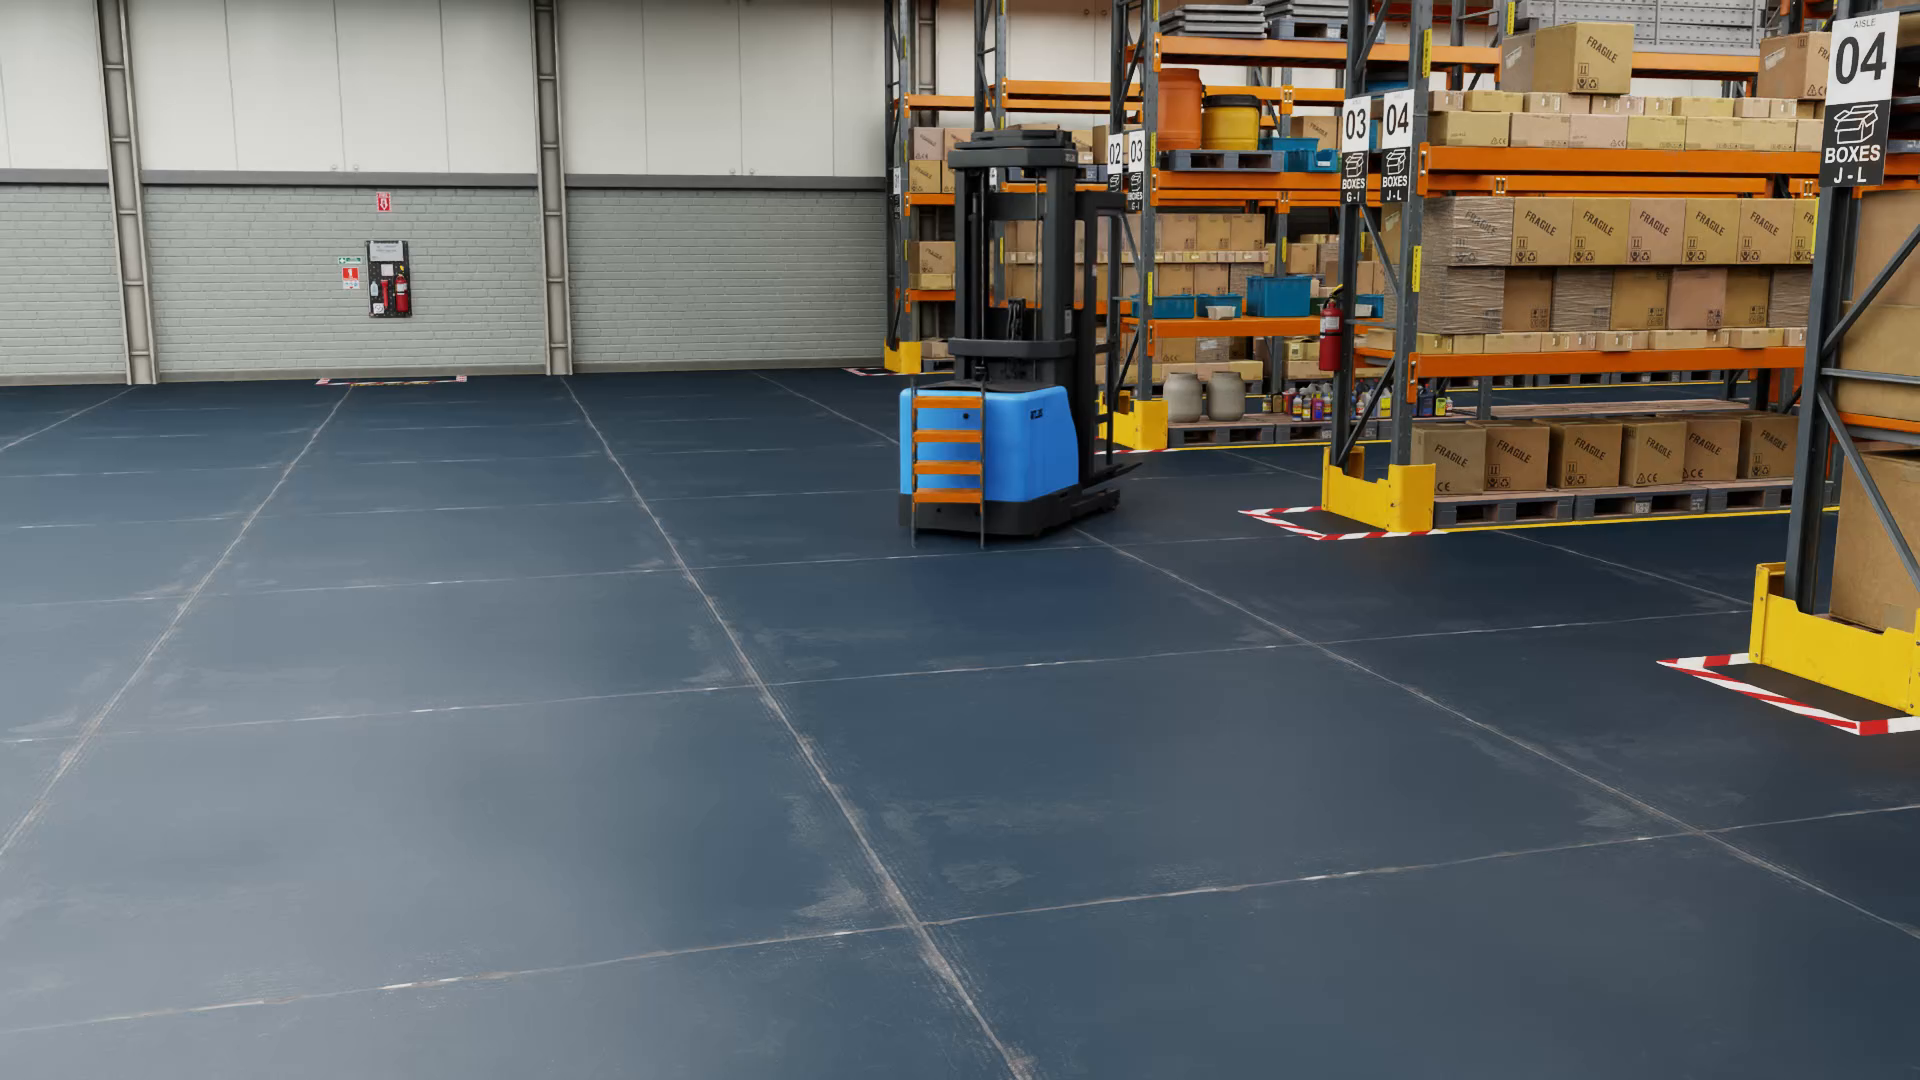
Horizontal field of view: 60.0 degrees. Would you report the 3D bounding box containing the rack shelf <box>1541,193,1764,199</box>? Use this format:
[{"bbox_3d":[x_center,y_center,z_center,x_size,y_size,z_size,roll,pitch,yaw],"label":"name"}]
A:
[{"bbox_3d":[9.987,-4.982,24.525,4.000,0.370,1.077,-3,11,-16],"label":"rack shelf"}]

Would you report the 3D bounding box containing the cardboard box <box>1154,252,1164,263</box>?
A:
[{"bbox_3d":[2.551,-3.796,22.314,0.250,0.149,0.380,-3,11,-14],"label":"cardboard box"}]

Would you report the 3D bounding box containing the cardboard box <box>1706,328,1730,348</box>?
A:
[{"bbox_3d":[5.881,-1.614,13.223,0.250,0.149,0.380,-3,11,-16],"label":"cardboard box"}]

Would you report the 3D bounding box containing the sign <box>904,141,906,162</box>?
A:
[{"bbox_3d":[-0.851,-6.026,25.796,0.005,0.325,0.100,-3,11,-16],"label":"sign"}]

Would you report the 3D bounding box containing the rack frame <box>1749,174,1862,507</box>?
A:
[{"bbox_3d":[6.991,-1.834,13.726,0.127,3.000,1.000,-3,11,-16],"label":"rack frame"}]

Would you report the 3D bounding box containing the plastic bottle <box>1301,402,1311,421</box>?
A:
[{"bbox_3d":[3.693,-1.376,17.750,0.097,0.201,0.097,0,10,0],"label":"plastic bottle"}]

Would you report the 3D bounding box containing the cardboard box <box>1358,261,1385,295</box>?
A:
[{"bbox_3d":[5.954,-3.694,23.551,0.500,0.500,0.500,-3,11,-16],"label":"cardboard box"}]

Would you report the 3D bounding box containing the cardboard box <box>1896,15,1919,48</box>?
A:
[{"bbox_3d":[4.664,-2.448,8.031,0.250,0.149,0.380,-3,11,-16],"label":"cardboard box"}]

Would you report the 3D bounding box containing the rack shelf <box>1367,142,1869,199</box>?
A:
[{"bbox_3d":[5.071,-2.855,12.970,4.000,0.370,1.077,-3,11,-16],"label":"rack shelf"}]

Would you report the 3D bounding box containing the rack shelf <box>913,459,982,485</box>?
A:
[{"bbox_3d":[-0.078,-0.478,11.703,0.480,0.148,0.258,1,10,5],"label":"rack shelf"}]

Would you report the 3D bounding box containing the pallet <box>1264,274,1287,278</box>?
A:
[{"bbox_3d":[4.789,-4.418,28.292,1.213,0.211,1.003,-3,11,-16],"label":"pallet"}]

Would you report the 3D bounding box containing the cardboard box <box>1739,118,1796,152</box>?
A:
[{"bbox_3d":[6.122,-3.143,12.963,0.500,0.250,0.500,-3,11,-15],"label":"cardboard box"}]

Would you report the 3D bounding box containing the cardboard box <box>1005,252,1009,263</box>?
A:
[{"bbox_3d":[0.699,-3.775,22.199,0.250,0.149,0.380,-3,11,-17],"label":"cardboard box"}]

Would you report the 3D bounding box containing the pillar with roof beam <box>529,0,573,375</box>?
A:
[{"bbox_3d":[-5.130,-6.299,21.411,0.400,9.000,9.100,-3,11,-16],"label":"pillar with roof beam"}]

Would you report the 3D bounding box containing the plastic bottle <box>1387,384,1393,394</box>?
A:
[{"bbox_3d":[4.756,-1.615,18.637,0.185,0.351,0.144,-3,11,-16],"label":"plastic bottle"}]

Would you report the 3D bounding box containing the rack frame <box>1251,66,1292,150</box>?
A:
[{"bbox_3d":[4.226,-6.507,22.539,0.127,3.000,1.000,-3,11,-16],"label":"rack frame"}]

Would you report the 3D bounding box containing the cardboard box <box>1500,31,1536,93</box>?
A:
[{"bbox_3d":[4.568,-3.671,12.939,0.500,0.500,0.500,-3,11,-16],"label":"cardboard box"}]

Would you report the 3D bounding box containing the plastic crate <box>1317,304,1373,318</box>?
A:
[{"bbox_3d":[4.118,-2.440,17.742,0.437,0.136,0.530,-3,11,-16],"label":"plastic crate"}]

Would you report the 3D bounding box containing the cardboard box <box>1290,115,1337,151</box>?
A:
[{"bbox_3d":[4.829,-5.558,22.850,0.500,0.500,0.500,-3,11,-15],"label":"cardboard box"}]

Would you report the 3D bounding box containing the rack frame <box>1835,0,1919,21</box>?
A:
[{"bbox_3d":[4.440,-3.715,7.372,0.127,3.000,1.000,-3,11,-16],"label":"rack frame"}]

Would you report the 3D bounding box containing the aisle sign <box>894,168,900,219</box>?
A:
[{"bbox_3d":[-0.988,-5.438,26.120,0.004,0.787,0.394,-3,11,-16],"label":"aisle sign"}]

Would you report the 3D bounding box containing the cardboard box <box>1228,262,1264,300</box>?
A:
[{"bbox_3d":[3.801,-3.582,22.945,0.500,0.500,0.700,-3,11,-17],"label":"cardboard box"}]

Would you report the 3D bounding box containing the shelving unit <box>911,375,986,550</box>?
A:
[{"bbox_3d":[-0.078,-0.545,11.690,0.503,1.200,0.258,1,10,5],"label":"shelving unit"}]

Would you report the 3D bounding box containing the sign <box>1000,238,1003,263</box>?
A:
[{"bbox_3d":[0.535,-3.722,21.371,0.005,0.325,0.100,-3,11,-16],"label":"sign"}]

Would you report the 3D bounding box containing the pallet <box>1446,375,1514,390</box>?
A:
[{"bbox_3d":[7.265,-2.353,24.244,1.213,0.211,1.003,-3,11,-16],"label":"pallet"}]

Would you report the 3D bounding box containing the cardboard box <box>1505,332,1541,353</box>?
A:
[{"bbox_3d":[4.215,-1.517,12.696,0.250,0.149,0.380,-3,11,-16],"label":"cardboard box"}]

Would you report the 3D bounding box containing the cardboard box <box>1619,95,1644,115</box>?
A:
[{"bbox_3d":[4.964,-3.284,12.628,0.250,0.149,0.380,-3,11,-17],"label":"cardboard box"}]

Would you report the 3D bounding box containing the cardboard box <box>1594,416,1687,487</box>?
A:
[{"bbox_3d":[5.474,-0.723,13.433,0.500,0.500,0.500,-4,11,-21],"label":"cardboard box"}]

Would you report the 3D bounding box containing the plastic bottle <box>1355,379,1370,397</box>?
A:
[{"bbox_3d":[4.534,-1.631,18.721,0.185,0.351,0.144,-4,11,-18],"label":"plastic bottle"}]

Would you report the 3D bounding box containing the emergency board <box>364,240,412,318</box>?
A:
[{"bbox_3d":[-8.717,-3.979,25.376,0.643,1.169,0.194,-3,11,-16],"label":"emergency board"}]

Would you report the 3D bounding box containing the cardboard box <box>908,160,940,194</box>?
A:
[{"bbox_3d":[-0.612,-5.723,26.232,0.500,0.500,0.500,-3,11,-14],"label":"cardboard box"}]

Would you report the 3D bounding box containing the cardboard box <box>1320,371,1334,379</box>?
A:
[{"bbox_3d":[5.173,-2.414,23.309,0.500,0.250,0.500,-3,11,-15],"label":"cardboard box"}]

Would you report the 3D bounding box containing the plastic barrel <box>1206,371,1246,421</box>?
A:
[{"bbox_3d":[2.858,-1.548,17.882,0.421,0.512,0.421,0,10,0],"label":"plastic barrel"}]

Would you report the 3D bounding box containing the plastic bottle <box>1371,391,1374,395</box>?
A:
[{"bbox_3d":[4.521,-1.484,18.109,0.133,0.283,0.061,-3,11,-16],"label":"plastic bottle"}]

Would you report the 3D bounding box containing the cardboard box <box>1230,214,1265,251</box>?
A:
[{"bbox_3d":[3.801,-4.220,22.827,0.500,0.500,0.700,-3,11,-16],"label":"cardboard box"}]

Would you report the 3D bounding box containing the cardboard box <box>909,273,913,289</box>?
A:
[{"bbox_3d":[-0.608,-4.209,26.982,0.500,0.250,0.500,-3,11,-15],"label":"cardboard box"}]

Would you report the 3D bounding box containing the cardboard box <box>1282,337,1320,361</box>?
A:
[{"bbox_3d":[4.692,-2.664,23.120,0.500,0.311,0.500,-3,11,-16],"label":"cardboard box"}]

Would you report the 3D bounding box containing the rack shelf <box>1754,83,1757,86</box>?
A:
[{"bbox_3d":[11.368,-5.399,19.611,4.000,0.370,1.077,-3,11,-16],"label":"rack shelf"}]

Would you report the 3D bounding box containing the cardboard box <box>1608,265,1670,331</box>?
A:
[{"bbox_3d":[5.108,-1.938,13.190,0.500,0.500,0.875,-3,11,-16],"label":"cardboard box"}]

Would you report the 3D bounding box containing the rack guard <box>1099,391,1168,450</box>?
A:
[{"bbox_3d":[1.826,-1.276,17.596,0.348,0.500,1.175,-3,11,-16],"label":"rack guard"}]

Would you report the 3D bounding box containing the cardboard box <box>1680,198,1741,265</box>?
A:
[{"bbox_3d":[5.676,-2.400,12.941,0.500,0.500,0.500,-3,11,-16],"label":"cardboard box"}]

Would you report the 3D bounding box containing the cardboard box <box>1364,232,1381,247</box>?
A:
[{"bbox_3d":[7.214,-5.174,28.641,0.500,0.250,0.500,-3,11,-15],"label":"cardboard box"}]

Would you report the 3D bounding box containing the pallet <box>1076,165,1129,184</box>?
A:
[{"bbox_3d":[2.245,-4.880,22.227,1.213,0.211,1.003,-3,11,-16],"label":"pallet"}]

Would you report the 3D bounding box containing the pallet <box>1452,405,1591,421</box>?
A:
[{"bbox_3d":[6.350,-1.371,18.908,1.213,0.211,1.003,-3,11,-16],"label":"pallet"}]

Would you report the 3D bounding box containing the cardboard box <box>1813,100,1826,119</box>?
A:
[{"bbox_3d":[6.760,-3.365,13.070,0.250,0.149,0.380,-3,11,-14],"label":"cardboard box"}]

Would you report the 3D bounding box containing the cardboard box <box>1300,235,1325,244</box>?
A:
[{"bbox_3d":[6.051,-5.163,28.525,0.250,0.149,0.380,-5,12,-25],"label":"cardboard box"}]

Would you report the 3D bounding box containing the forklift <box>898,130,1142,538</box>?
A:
[{"bbox_3d":[0.637,-1.683,13.094,1.130,2.935,3.031,5,12,25],"label":"forklift"}]

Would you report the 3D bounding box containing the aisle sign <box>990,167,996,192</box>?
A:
[{"bbox_3d":[0.408,-4.576,21.440,0.004,0.787,0.394,-3,11,-16],"label":"aisle sign"}]

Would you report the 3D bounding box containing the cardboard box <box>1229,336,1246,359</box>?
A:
[{"bbox_3d":[3.693,-2.811,23.393,0.500,0.500,0.500,-3,11,-16],"label":"cardboard box"}]

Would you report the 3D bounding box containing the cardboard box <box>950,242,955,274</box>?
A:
[{"bbox_3d":[0.017,-4.515,26.577,0.500,0.500,0.500,-3,11,-16],"label":"cardboard box"}]

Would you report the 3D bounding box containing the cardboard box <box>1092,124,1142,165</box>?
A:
[{"bbox_3d":[2.056,-5.191,21.849,0.500,0.500,0.500,-3,11,-16],"label":"cardboard box"}]

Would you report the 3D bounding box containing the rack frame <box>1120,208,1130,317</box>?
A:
[{"bbox_3d":[2.838,-4.418,27.758,0.127,3.000,1.000,-3,11,-16],"label":"rack frame"}]

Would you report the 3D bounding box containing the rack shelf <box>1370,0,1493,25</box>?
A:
[{"bbox_3d":[8.598,-8.952,28.629,4.000,0.370,1.077,-3,11,-16],"label":"rack shelf"}]

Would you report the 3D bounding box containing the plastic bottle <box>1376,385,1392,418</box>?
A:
[{"bbox_3d":[4.575,-1.500,18.013,0.185,0.351,0.144,-3,11,-16],"label":"plastic bottle"}]
